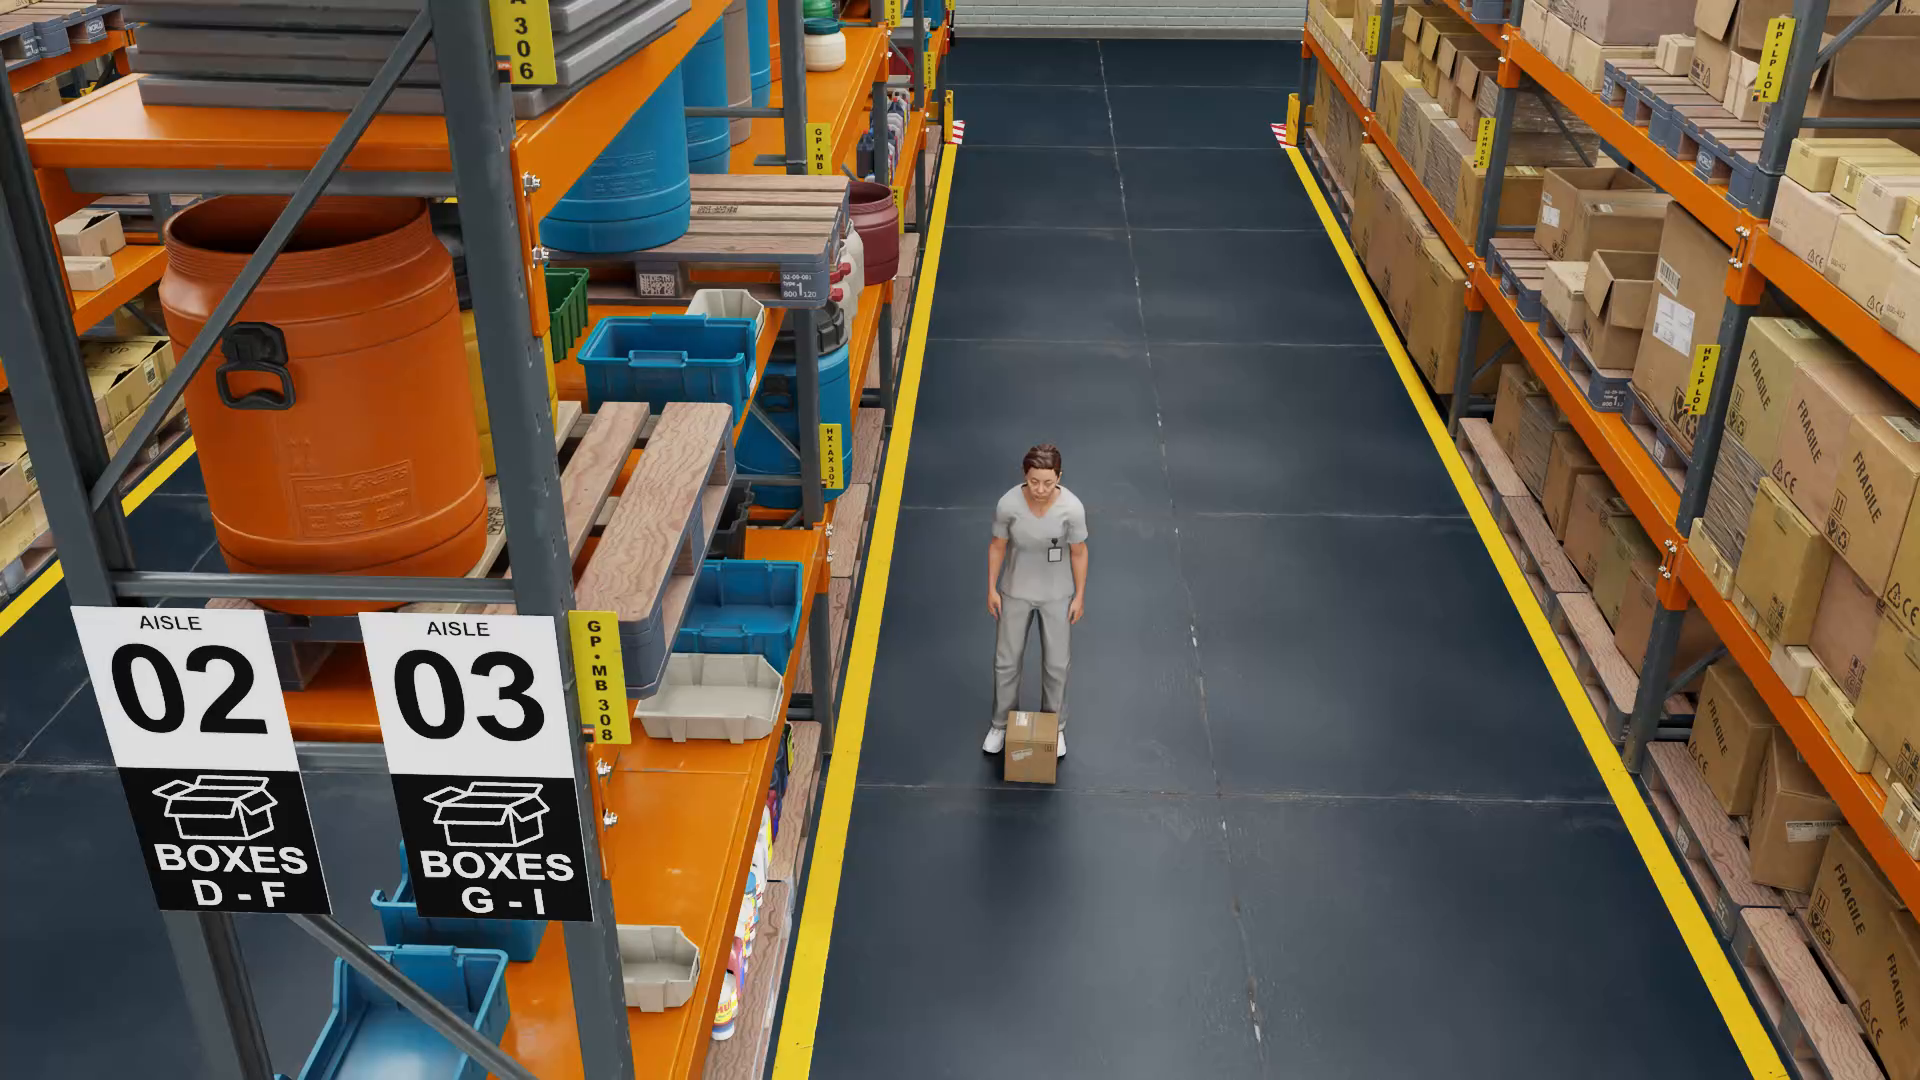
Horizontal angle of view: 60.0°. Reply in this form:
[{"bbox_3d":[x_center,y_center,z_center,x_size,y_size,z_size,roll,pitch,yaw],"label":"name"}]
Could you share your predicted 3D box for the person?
[{"bbox_3d":[0.372,0.278,8.102,0.484,1.672,0.360,3,28,6],"label":"person"}]
